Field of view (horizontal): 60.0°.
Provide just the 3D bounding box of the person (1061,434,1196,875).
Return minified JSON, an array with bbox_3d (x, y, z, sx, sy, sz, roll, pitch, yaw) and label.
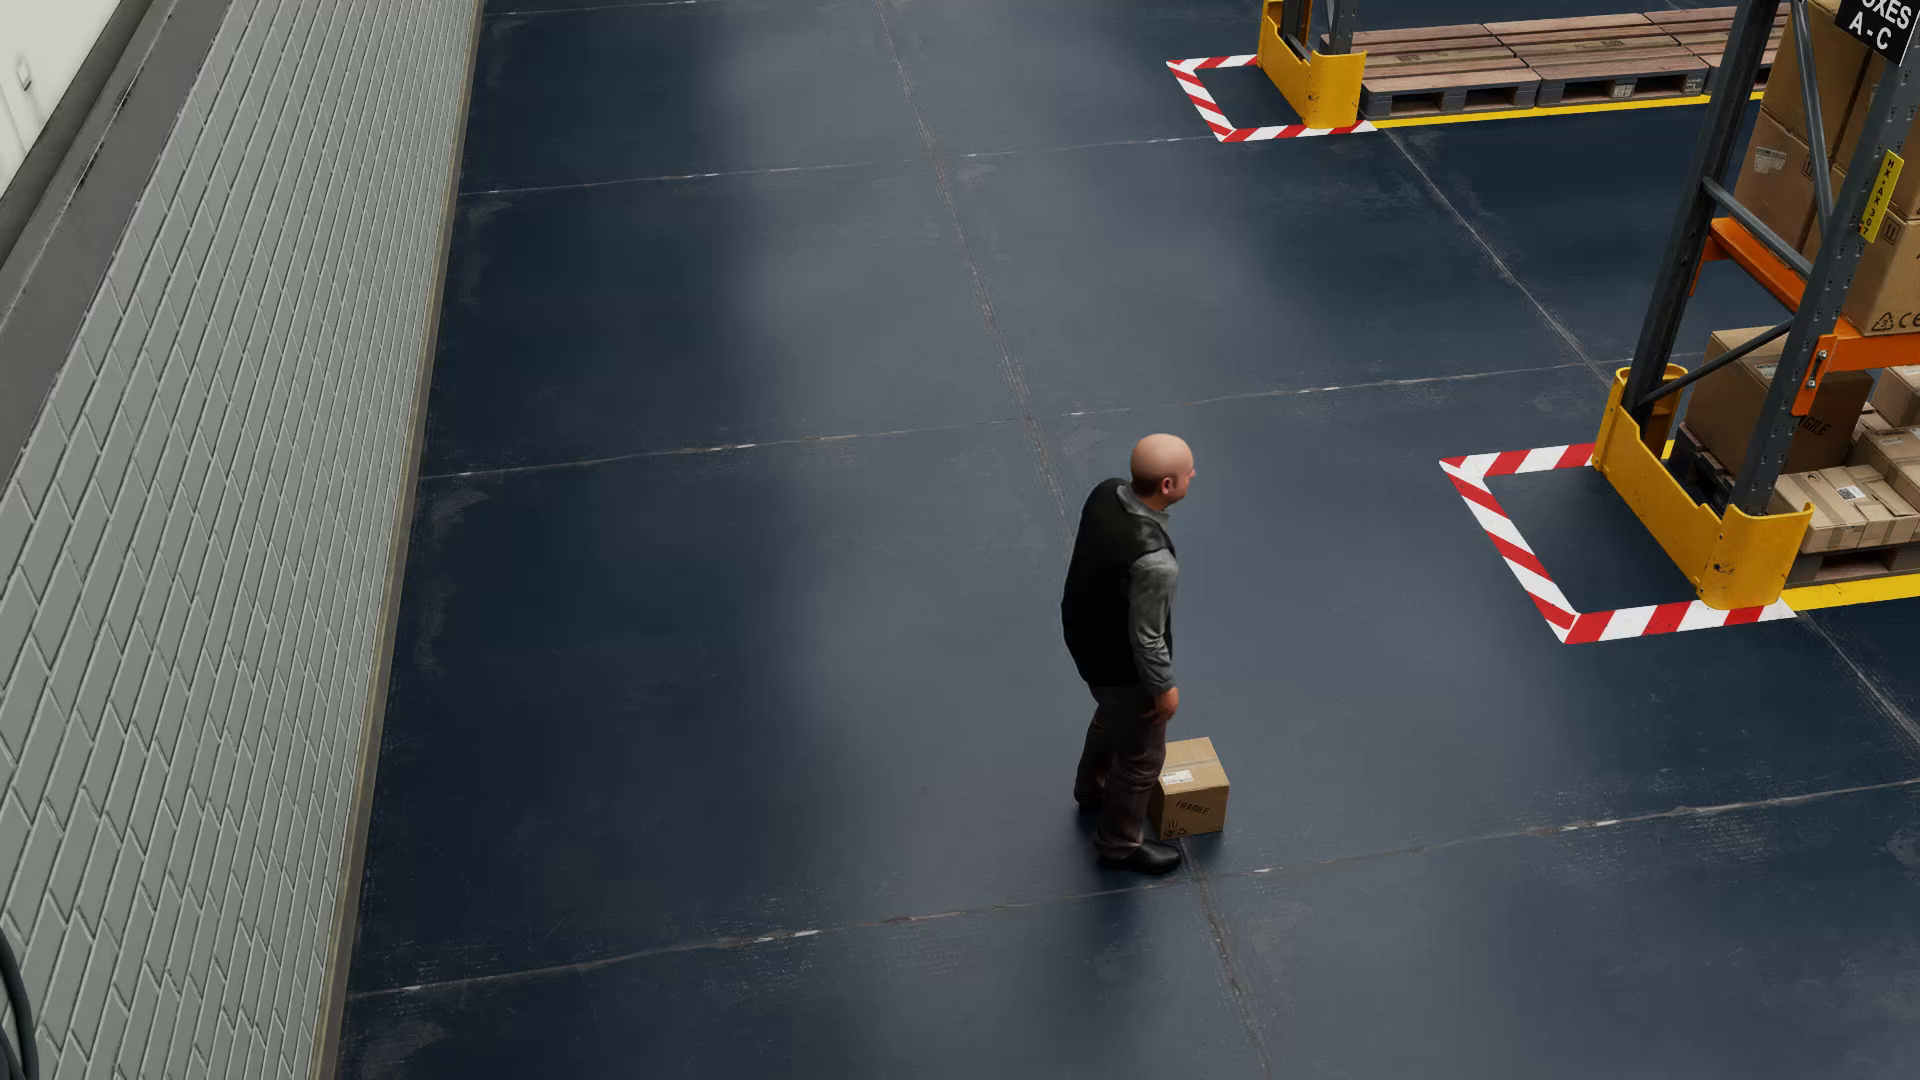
[{"bbox_3d":[0.559,0.379,5.694,0.412,1.722,0.590,-8,39,-10],"label":"person"}]
